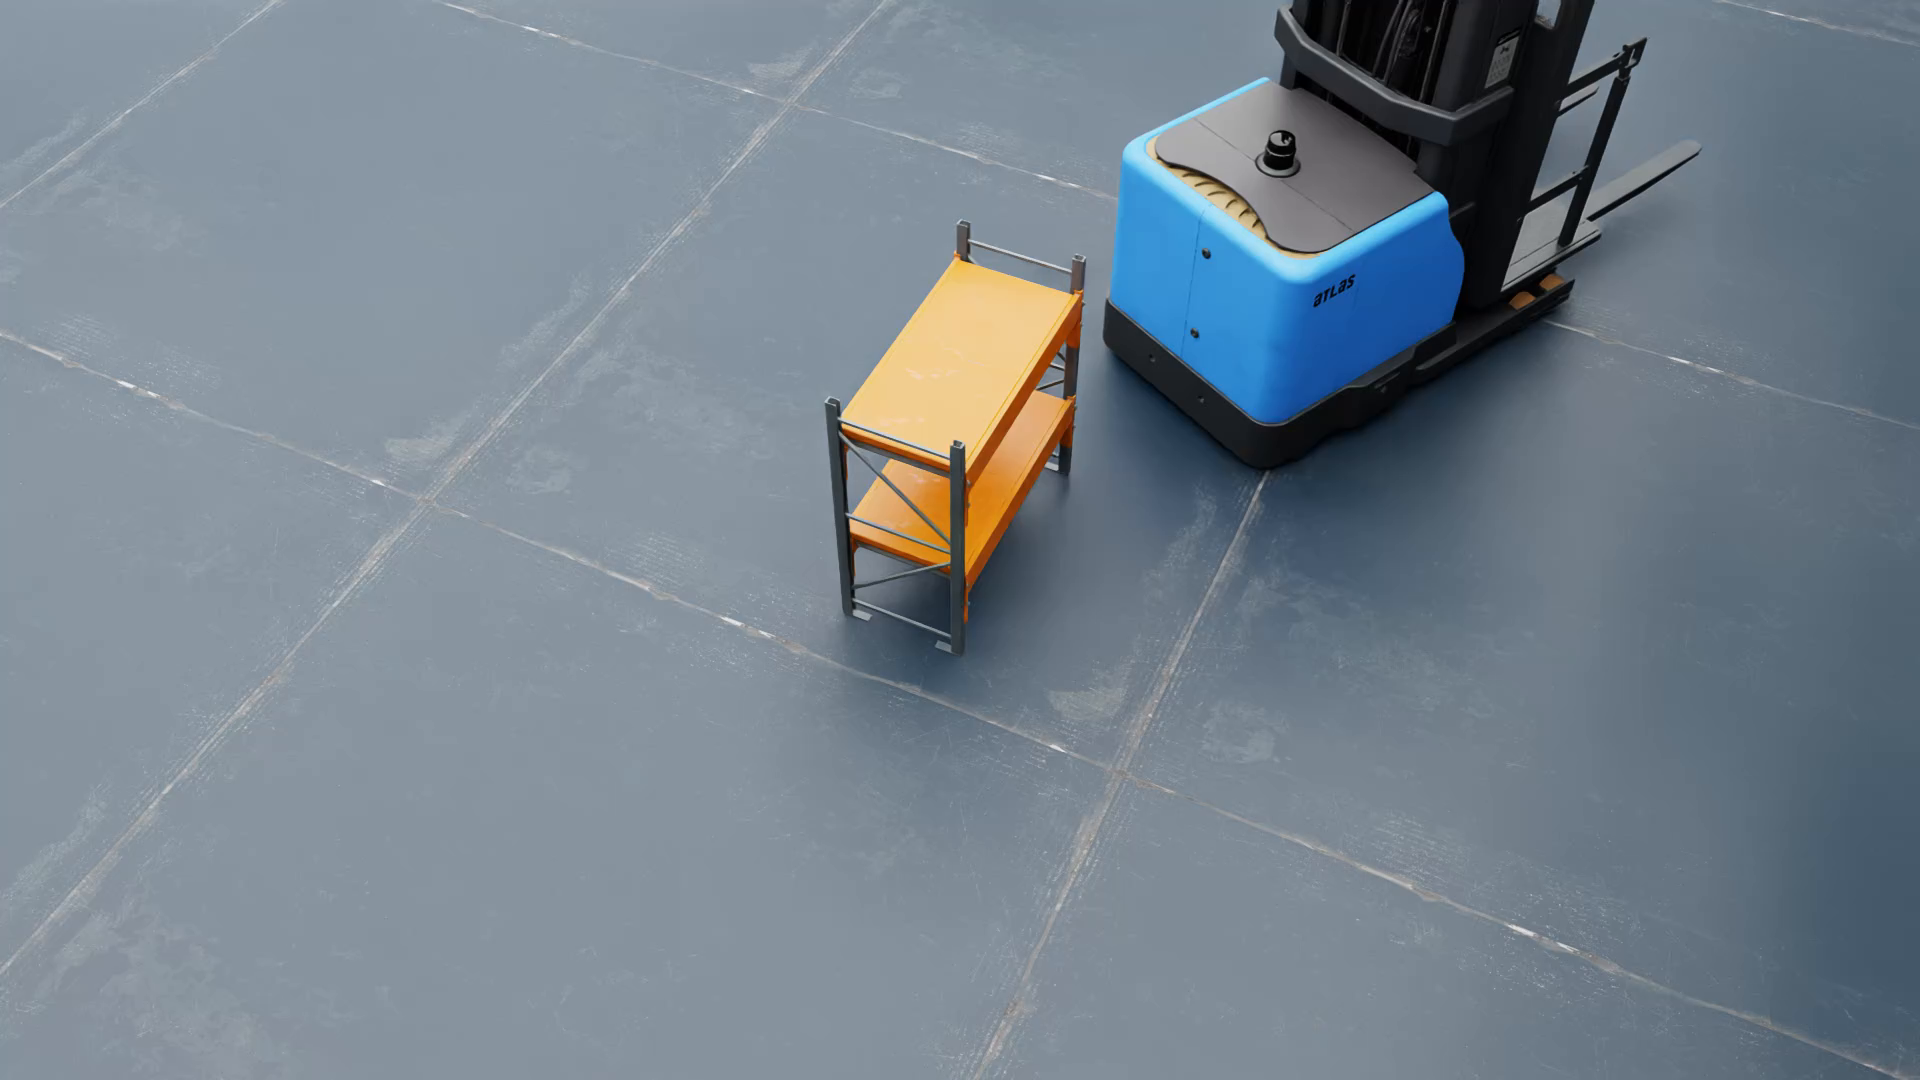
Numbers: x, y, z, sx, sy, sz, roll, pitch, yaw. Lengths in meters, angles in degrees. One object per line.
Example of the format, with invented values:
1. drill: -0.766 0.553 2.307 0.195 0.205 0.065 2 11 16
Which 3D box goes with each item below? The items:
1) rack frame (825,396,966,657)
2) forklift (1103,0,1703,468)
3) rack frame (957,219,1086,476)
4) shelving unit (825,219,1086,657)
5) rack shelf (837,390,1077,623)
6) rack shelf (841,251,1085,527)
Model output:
1. rack frame: -0.214 -0.019 5.843 0.500 1.125 0.032 20 52 16
2. forklift: 2.101 -2.176 6.492 3.031 2.935 1.130 -30 56 -23
3. rack frame: 0.220 -0.719 6.439 0.500 1.125 0.032 20 52 16
4. shelving unit: 0.003 -0.369 6.141 0.538 1.125 1.048 20 52 16
5. rack shelf: 0.003 -0.211 6.327 0.538 0.278 1.000 20 52 16
6. rack shelf: 0.003 -0.559 5.918 0.538 0.278 1.000 20 52 16
